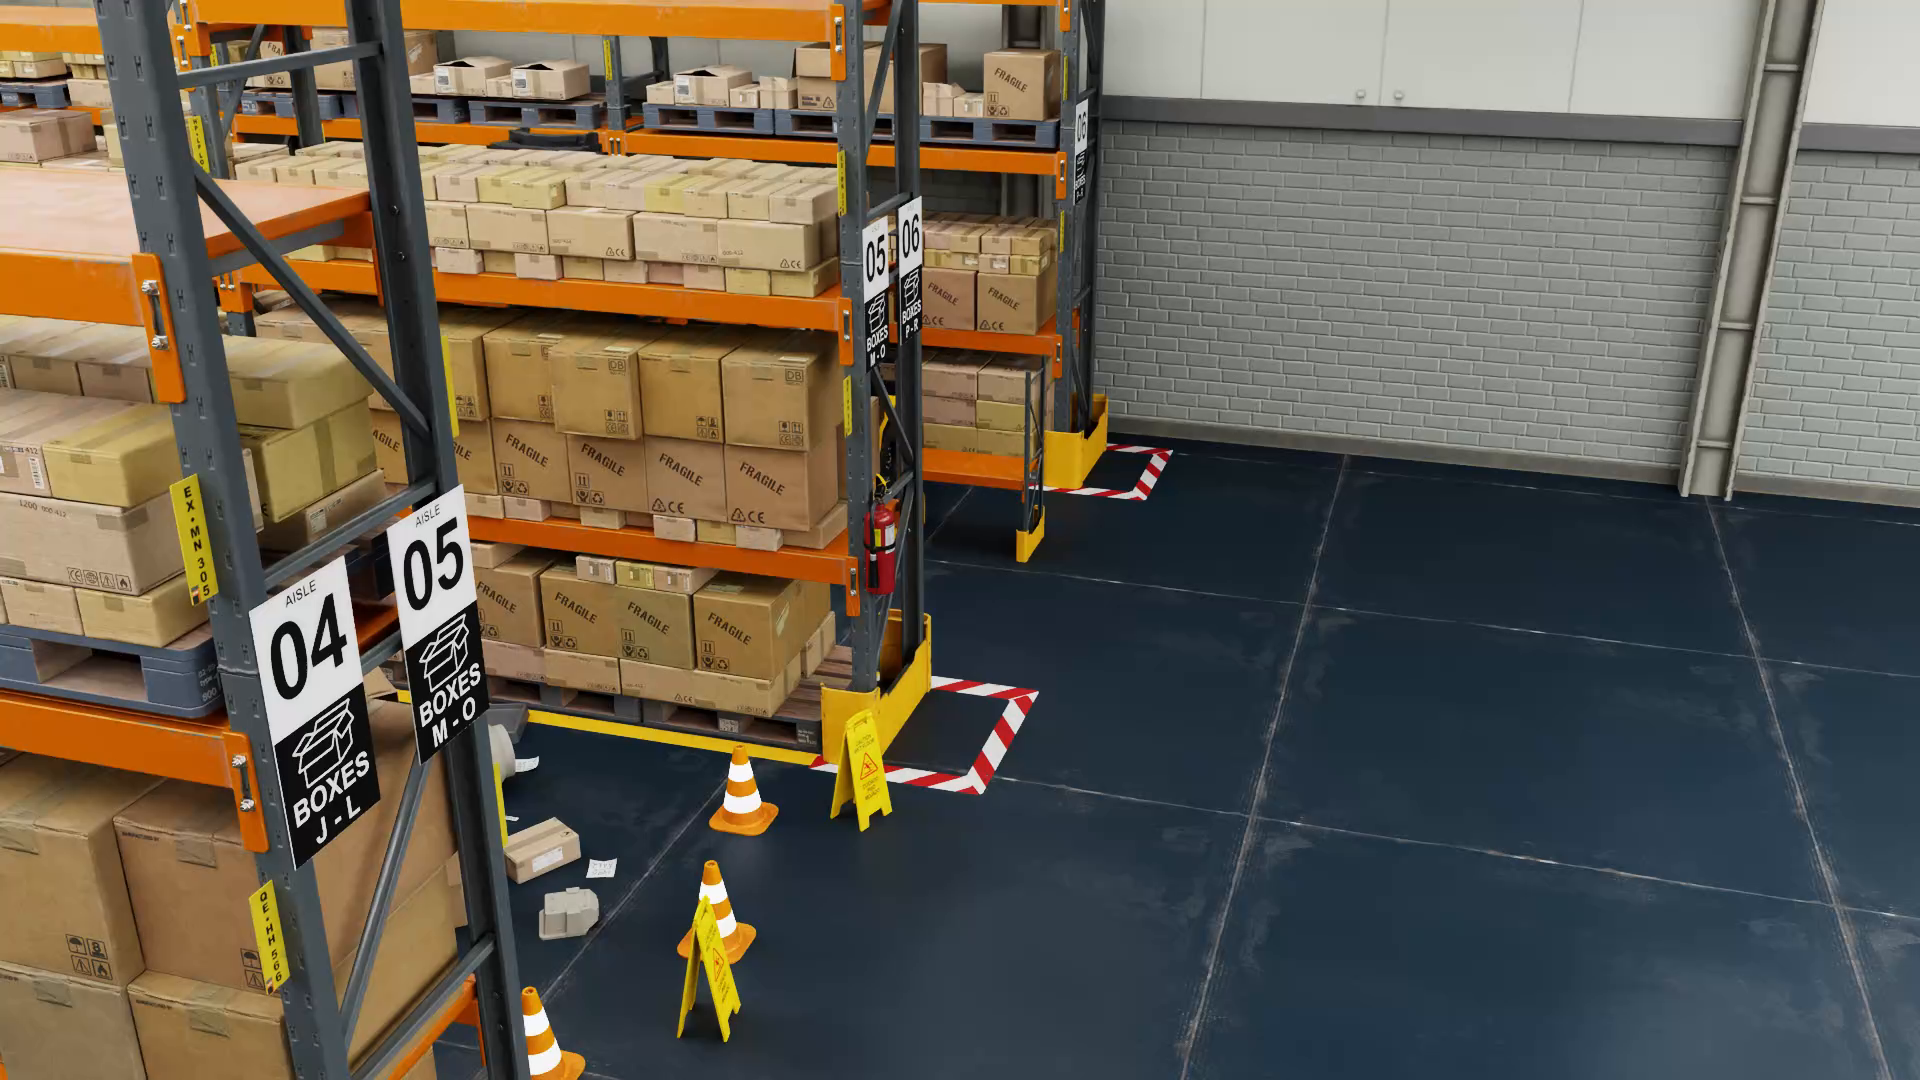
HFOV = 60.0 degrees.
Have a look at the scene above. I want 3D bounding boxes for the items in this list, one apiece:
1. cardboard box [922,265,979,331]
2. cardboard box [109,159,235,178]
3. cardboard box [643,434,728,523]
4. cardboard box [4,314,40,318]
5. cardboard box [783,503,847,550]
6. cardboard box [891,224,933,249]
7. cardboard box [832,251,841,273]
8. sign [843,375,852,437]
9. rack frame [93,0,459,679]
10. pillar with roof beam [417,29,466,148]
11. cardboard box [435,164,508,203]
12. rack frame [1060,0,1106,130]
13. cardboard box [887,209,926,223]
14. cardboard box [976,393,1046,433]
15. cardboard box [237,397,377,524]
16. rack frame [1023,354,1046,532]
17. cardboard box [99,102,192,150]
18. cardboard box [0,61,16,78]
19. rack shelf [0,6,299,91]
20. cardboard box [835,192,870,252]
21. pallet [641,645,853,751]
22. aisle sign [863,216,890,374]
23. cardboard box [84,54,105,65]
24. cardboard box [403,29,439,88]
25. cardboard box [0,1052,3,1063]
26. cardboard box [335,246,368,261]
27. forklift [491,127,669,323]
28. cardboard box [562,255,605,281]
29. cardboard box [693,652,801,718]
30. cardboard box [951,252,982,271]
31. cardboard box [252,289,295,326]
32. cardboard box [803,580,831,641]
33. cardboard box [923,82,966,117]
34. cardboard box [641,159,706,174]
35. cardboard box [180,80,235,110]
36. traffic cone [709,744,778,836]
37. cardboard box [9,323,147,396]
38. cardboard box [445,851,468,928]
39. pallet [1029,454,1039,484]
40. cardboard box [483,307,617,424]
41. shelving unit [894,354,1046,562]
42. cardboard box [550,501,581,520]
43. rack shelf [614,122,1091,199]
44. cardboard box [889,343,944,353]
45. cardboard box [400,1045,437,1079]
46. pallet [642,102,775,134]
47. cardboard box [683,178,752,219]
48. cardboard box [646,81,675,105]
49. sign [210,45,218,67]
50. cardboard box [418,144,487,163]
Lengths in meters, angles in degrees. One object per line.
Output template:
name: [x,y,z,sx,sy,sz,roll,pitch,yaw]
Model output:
cardboard box: [-0.042,-2.114,14.243,0.500,0.500,0.500,7,23,17]
cardboard box: [-4.862,-2.207,10.295,0.500,0.250,0.500,6,23,14]
cardboard box: [-1.509,-0.445,9.782,0.500,0.500,0.500,7,23,16]
cardboard box: [-6.238,-1.198,11.067,0.500,0.500,0.500,6,23,13]
cardboard box: [-0.851,-0.092,9.777,0.250,0.149,0.380,7,23,17]
cardboard box: [-0.407,-2.572,14.115,0.250,0.149,0.380,7,23,17]
cardboard box: [-0.655,-1.671,9.674,0.250,0.149,0.380,7,23,16]
sign: [-0.611,-0.727,9.053,0.005,0.325,0.100,7,23,16]
rack frame: [-1.764,-1.211,4.269,0.127,3.000,1.000,7,23,16]
pillar with roof beam: [-6.395,-4.321,11.853,0.400,9.000,9.100,7,23,16]
cardboard box: [-2.791,-2.048,9.542,0.250,0.149,0.380,6,23,15]
rack frame: [0.999,-4.824,13.078,0.127,3.000,1.000,7,23,16]
cardboard box: [-0.473,-2.829,14.740,0.250,0.149,0.380,6,23,14]
cardboard box: [0.443,-1.142,14.417,0.500,0.250,0.500,6,23,15]
cardboard box: [-2.152,-0.278,5.068,0.500,0.250,0.500,6,23,15]
rack frame: [0.568,-0.629,12.732,0.032,1.500,0.500,7,23,16]
cardboard box: [-5.185,-2.688,10.808,0.500,0.250,0.500,6,23,14]
cardboard box: [-9.099,-4.557,16.024,0.250,0.149,0.380,7,23,17]
rack shelf: [-6.176,-3.160,10.496,4.000,0.370,1.077,7,23,16]
cardboard box: [-0.836,-1.853,9.592,0.500,0.250,0.500,6,23,15]
pallet: [-1.272,0.935,10.617,1.213,0.211,1.003,7,23,16]
aisle sign: [-0.456,-1.335,9.052,0.004,0.787,0.394,7,23,16]
cardboard box: [-8.075,-4.612,15.793,0.250,0.149,0.380,6,23,14]
cardboard box: [-5.062,-4.321,14.986,0.500,0.500,0.500,7,23,17]
cardboard box: [-3.165,1.312,5.827,0.550,0.550,0.875,7,23,16]
cardboard box: [-3.529,-1.795,9.978,0.250,0.149,0.380,7,23,16]
forklift: [-3.164,-2.132,14.512,1.130,2.935,3.031,9,24,21]
cardboard box: [-2.072,-1.604,9.512,0.250,0.149,0.380,6,23,14]
cardboard box: [-1.306,0.840,10.245,0.500,0.250,0.500,6,23,15]
cardboard box: [0.102,-2.399,14.085,0.250,0.149,0.380,7,23,17]
cardboard box: [-4.609,-1.541,11.049,0.250,0.149,0.380,6,23,15]
cardboard box: [-1.147,0.295,10.585,0.500,0.500,0.500,6,23,14]
cardboard box: [-0.125,-3.623,13.594,0.258,0.266,0.396,7,23,16]
cardboard box: [-1.664,-2.117,9.711,0.250,0.149,0.380,6,23,15]
cardboard box: [-7.222,-4.212,15.736,0.500,0.250,0.500,6,23,14]
traffic cone: [-1.216,1.351,9.273,0.334,0.463,0.336,7,23,16]
cardboard box: [-2.719,-0.552,5.211,0.250,0.149,0.380,7,23,16]
cardboard box: [-2.844,1.638,8.520,0.637,0.503,0.797,-9,24,-21]
pallet: [0.255,-0.827,14.913,1.213,0.211,1.003,7,23,16]
cardboard box: [-2.421,-1.050,9.940,0.500,0.500,0.700,6,23,15]
shelving unit: [0.073,-0.686,12.870,1.083,1.500,0.587,7,23,16]
cardboard box: [-2.309,-0.266,10.203,0.250,0.149,0.380,7,23,16]
rack shelf: [-0.916,-3.323,14.318,4.000,0.370,1.077,7,23,16]
cardboard box: [-0.362,-1.667,15.038,0.500,0.250,0.500,6,23,15]
cardboard box: [-2.433,2.303,5.854,0.875,0.875,0.875,7,23,16]
pallet: [-2.006,-3.750,14.528,1.213,0.211,1.003,7,23,16]
cardboard box: [-1.326,-1.878,9.130,0.250,0.149,0.380,6,23,15]
cardboard box: [-2.489,-3.840,14.276,0.250,0.149,0.380,7,23,17]
sign: [-6.819,-4.356,15.207,0.005,0.325,0.100,7,23,16]
cardboard box: [-3.114,-2.326,10.220,0.250,0.149,0.380,7,23,17]
